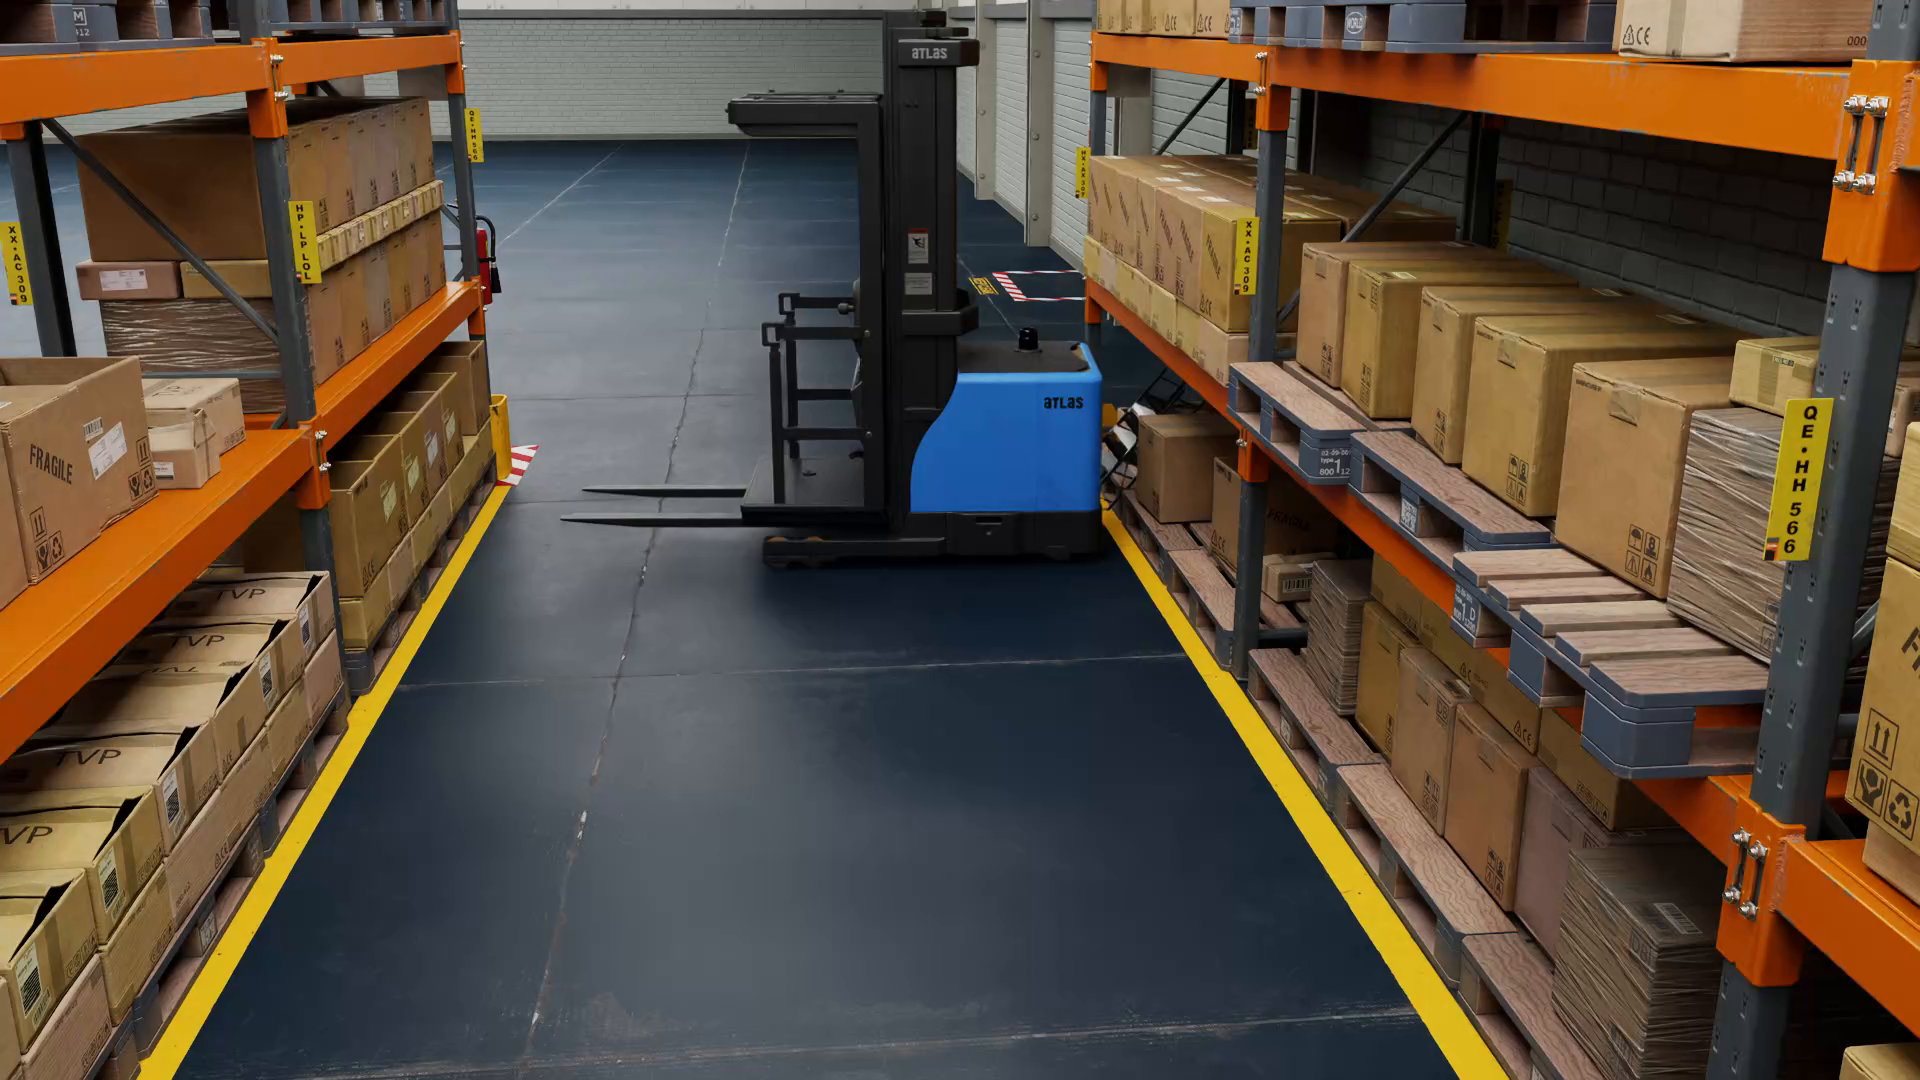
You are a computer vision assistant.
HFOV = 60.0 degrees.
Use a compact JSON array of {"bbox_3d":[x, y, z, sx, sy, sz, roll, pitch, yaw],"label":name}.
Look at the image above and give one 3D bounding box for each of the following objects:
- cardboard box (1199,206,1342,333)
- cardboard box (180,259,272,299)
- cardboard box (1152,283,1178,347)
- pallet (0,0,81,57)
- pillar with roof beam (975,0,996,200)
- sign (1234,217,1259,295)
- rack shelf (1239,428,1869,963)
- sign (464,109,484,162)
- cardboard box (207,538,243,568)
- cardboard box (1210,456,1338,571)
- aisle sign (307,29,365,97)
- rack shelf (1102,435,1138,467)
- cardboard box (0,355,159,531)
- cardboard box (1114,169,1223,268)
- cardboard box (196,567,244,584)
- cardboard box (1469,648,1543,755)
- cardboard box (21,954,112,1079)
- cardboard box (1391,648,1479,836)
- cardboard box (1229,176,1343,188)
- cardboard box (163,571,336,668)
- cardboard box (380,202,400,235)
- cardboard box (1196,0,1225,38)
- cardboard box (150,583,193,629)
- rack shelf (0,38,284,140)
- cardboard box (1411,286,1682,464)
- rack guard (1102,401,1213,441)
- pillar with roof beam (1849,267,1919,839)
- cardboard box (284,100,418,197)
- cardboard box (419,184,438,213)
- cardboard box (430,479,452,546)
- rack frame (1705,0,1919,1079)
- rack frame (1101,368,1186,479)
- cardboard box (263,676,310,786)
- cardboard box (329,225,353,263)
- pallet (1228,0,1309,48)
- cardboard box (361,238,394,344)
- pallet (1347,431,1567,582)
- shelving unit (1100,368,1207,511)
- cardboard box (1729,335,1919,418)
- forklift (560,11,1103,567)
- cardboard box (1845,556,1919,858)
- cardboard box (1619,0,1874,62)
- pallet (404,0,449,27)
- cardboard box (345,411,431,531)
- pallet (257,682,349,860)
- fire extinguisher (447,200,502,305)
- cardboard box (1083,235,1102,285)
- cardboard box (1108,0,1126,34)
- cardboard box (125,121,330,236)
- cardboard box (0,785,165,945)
[{"bbox_3d":[1.403,-1.239,7.580,0.500,0.500,0.500,-2,18,-6],"label":"cardboard box"},{"bbox_3d":[-3.002,-1.101,6.926,0.380,0.149,0.250,-2,18,-6],"label":"cardboard box"},{"bbox_3d":[1.299,-1.180,8.643,0.500,0.250,0.500,-2,18,-6],"label":"cardboard box"},{"bbox_3d":[-3.032,-1.339,4.243,1.003,0.211,1.213,-1,17,-3],"label":"pallet"},{"bbox_3d":[-3.859,-9.914,26.231,9.100,9.000,0.400,-2,18,-6],"label":"pillar with roof beam"},{"bbox_3d":[1.221,-1.206,7.065,0.100,0.325,0.005,-2,18,-6],"label":"sign"},{"bbox_3d":[1.966,0.127,5.465,1.077,0.370,4.000,-2,18,-6],"label":"rack shelf"},{"bbox_3d":[-3.039,-2.527,10.391,0.100,0.325,0.005,-2,18,-6],"label":"sign"},{"bbox_3d":[-3.473,-0.185,7.895,0.500,0.500,0.500,-2,18,-6],"label":"cardboard box"},{"bbox_3d":[1.613,-0.137,8.544,0.500,0.500,0.500,-3,18,-10],"label":"cardboard box"},{"bbox_3d":[-3.891,-3.100,10.203,0.394,0.787,0.004,-2,18,-6],"label":"aisle sign"},{"bbox_3d":[0.971,-0.502,9.905,0.258,0.077,0.200,17,32,-45],"label":"rack shelf"},{"bbox_3d":[-3.050,-0.319,5.519,0.500,0.500,0.500,-1,17,-2],"label":"cardboard box"},{"bbox_3d":[1.185,-1.846,9.514,0.500,0.500,0.500,-2,18,-7],"label":"cardboard box"},{"bbox_3d":[-3.433,0.322,7.531,0.500,0.250,0.500,-2,18,-6],"label":"cardboard box"},{"bbox_3d":[1.991,0.467,5.368,0.500,0.250,0.500,-2,18,-6],"label":"cardboard box"},{"bbox_3d":[-2.569,1.331,4.320,0.500,0.250,0.500,-2,18,-7],"label":"cardboard box"},{"bbox_3d":[1.968,0.695,5.893,0.700,0.500,0.500,-2,17,-5],"label":"cardboard box"},{"bbox_3d":[1.759,-1.711,9.085,0.500,0.500,0.500,-2,17,-5],"label":"cardboard box"},{"bbox_3d":[-2.840,0.298,6.673,0.500,0.311,0.500,-2,18,-6],"label":"cardboard box"},{"bbox_3d":[-3.216,-1.713,8.875,0.380,0.149,0.250,-1,17,-4],"label":"cardboard box"},{"bbox_3d":[1.422,-2.594,7.724,0.500,0.500,0.500,-3,18,-10],"label":"cardboard box"},{"bbox_3d":[-3.373,0.317,6.612,0.500,0.311,0.500,-2,18,-5],"label":"cardboard box"},{"bbox_3d":[-2.961,-1.150,4.524,1.077,0.370,4.000,-2,18,-6],"label":"rack shelf"},{"bbox_3d":[1.928,-0.555,5.535,0.700,0.500,0.500,1,17,2],"label":"cardboard box"},{"bbox_3d":[1.355,-0.788,11.353,1.175,0.500,0.348,-2,18,-6],"label":"rack guard"},{"bbox_3d":[-1.384,-2.763,3.456,9.100,9.000,0.400,-2,18,-6],"label":"pillar with roof beam"},{"bbox_3d":[-3.479,-2.204,9.358,0.700,0.500,0.500,-2,18,-7],"label":"cardboard box"},{"bbox_3d":[-3.323,-2.021,9.856,0.380,0.149,0.250,-1,17,-4],"label":"cardboard box"},{"bbox_3d":[-3.064,-0.141,9.007,0.500,0.250,0.500,-2,18,-6],"label":"cardboard box"},{"bbox_3d":[2.169,0.380,3.459,0.949,2.616,0.053,-2,18,-6],"label":"rack frame"},{"bbox_3d":[1.002,-0.658,9.920,0.240,0.900,0.006,17,32,-45],"label":"rack frame"},{"bbox_3d":[-2.786,0.719,6.268,0.500,0.250,0.500,-2,18,-6],"label":"cardboard box"},{"bbox_3d":[-3.109,-1.405,7.895,0.380,0.149,0.250,-2,18,-7],"label":"cardboard box"},{"bbox_3d":[1.717,-1.966,6.237,1.213,0.211,1.003,-2,18,-6],"label":"pallet"},{"bbox_3d":[-3.382,-1.296,8.632,0.700,0.500,0.500,-1,17,-4],"label":"cardboard box"},{"bbox_3d":[1.927,-0.117,5.362,1.003,0.211,1.213,-2,18,-6],"label":"pallet"},{"bbox_3d":[1.045,-0.589,9.860,0.258,0.900,0.210,17,32,-45],"label":"shelving unit"},{"bbox_3d":[2.059,-0.384,3.909,0.380,0.149,0.250,-5,18,-15],"label":"cardboard box"},{"bbox_3d":[-0.731,-1.407,9.267,3.031,2.935,1.130,0,17,-1],"label":"forklift"},{"bbox_3d":[1.968,0.333,2.910,0.500,0.500,0.500,-1,17,-4],"label":"cardboard box"},{"bbox_3d":[1.829,-1.224,3.677,0.500,0.311,0.500,-2,18,-6],"label":"cardboard box"},{"bbox_3d":[-3.533,-3.027,9.450,1.003,0.211,1.213,-2,18,-6],"label":"pallet"},{"bbox_3d":[-3.007,-0.350,8.420,0.500,0.500,0.500,-2,18,-6],"label":"cardboard box"},{"bbox_3d":[-3.053,0.891,6.486,1.003,0.211,1.213,-2,18,-6],"label":"pallet"},{"bbox_3d":[-3.130,-1.862,10.729,0.296,0.674,0.183,-2,18,-6],"label":"fire extinguisher"},{"bbox_3d":[1.081,-1.786,10.576,0.500,0.250,0.500,-2,18,-7],"label":"cardboard box"},{"bbox_3d":[1.153,-3.223,9.729,0.500,0.500,0.500,-1,17,-2],"label":"cardboard box"},{"bbox_3d":[-3.273,-1.607,7.455,0.700,0.500,0.500,-2,18,-6],"label":"cardboard box"},{"bbox_3d":[-2.630,0.905,4.741,0.500,0.311,0.500,-2,18,-7],"label":"cardboard box"}]
